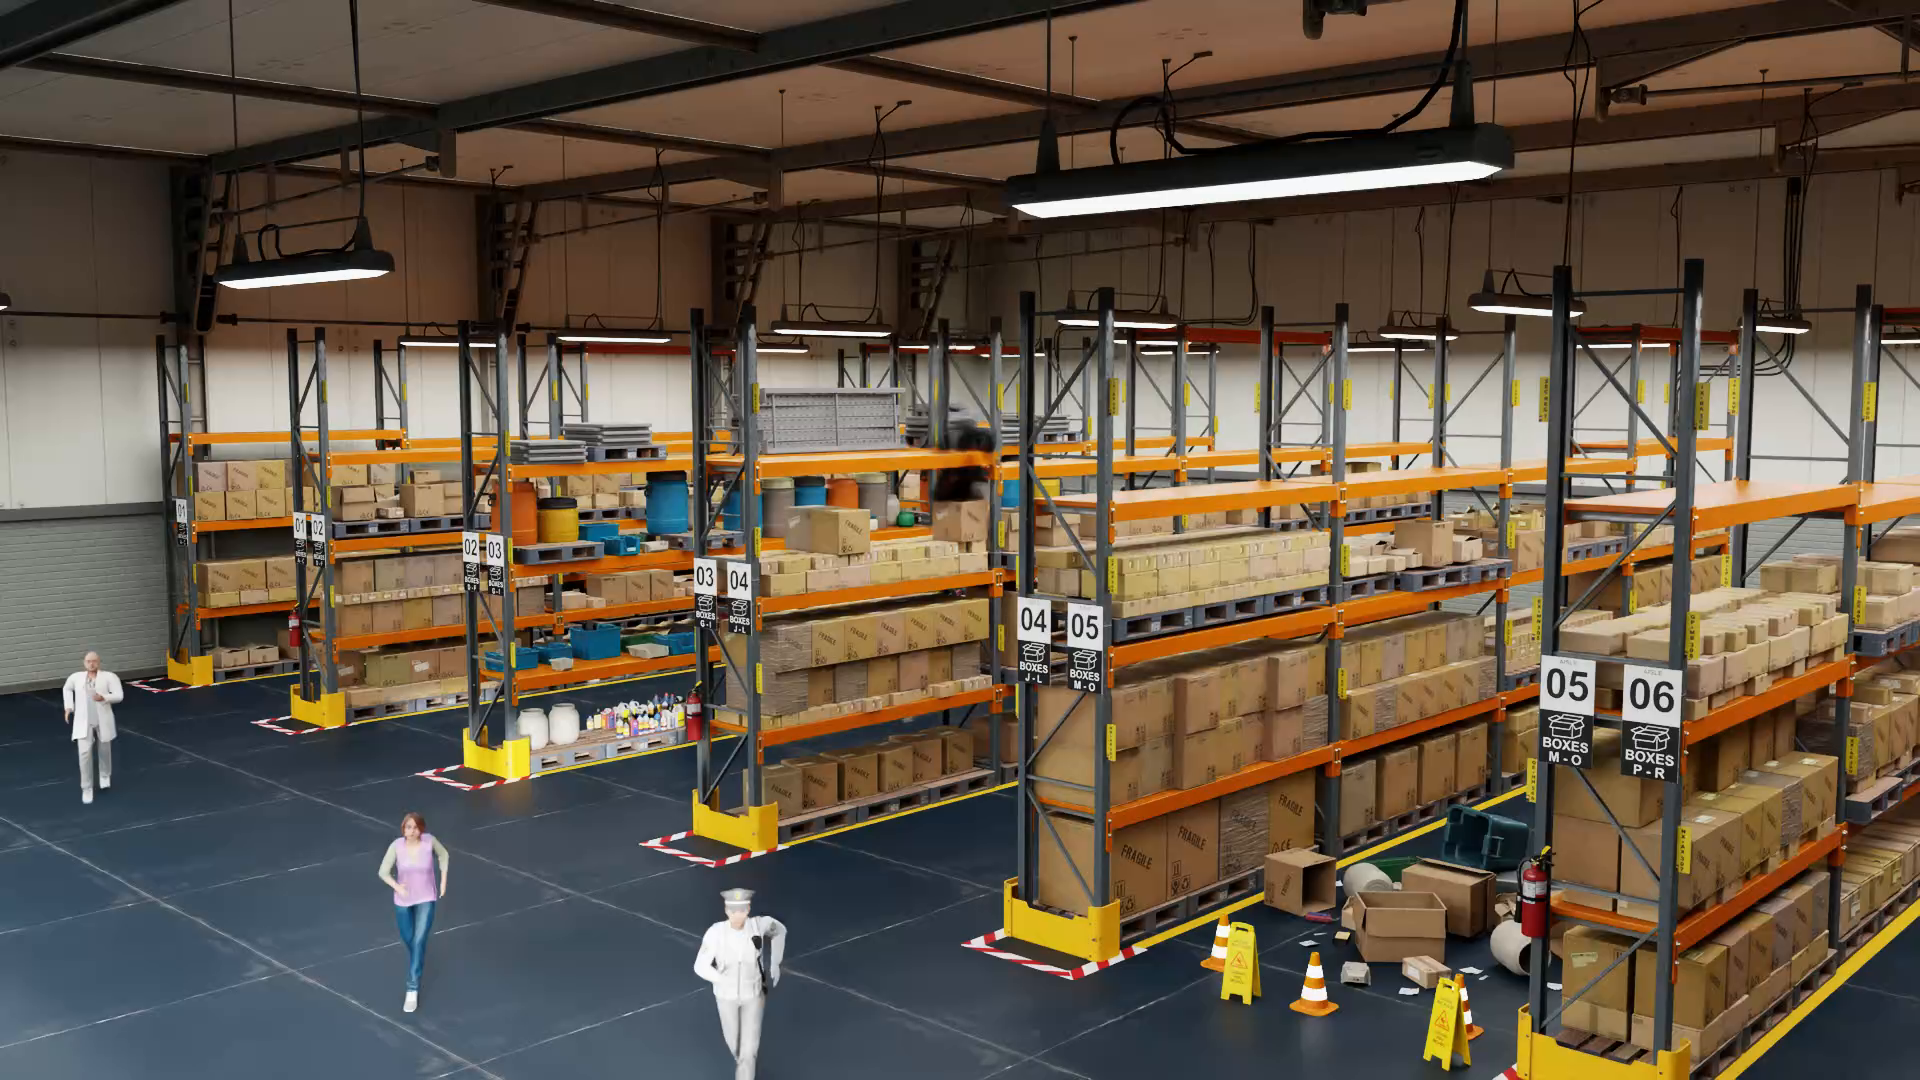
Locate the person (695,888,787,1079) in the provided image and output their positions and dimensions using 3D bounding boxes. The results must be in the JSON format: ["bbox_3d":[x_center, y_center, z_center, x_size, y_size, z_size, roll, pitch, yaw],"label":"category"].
[{"bbox_3d":[-1.544,3.254,11.782,0.629,1.731,0.893,0,5,-4],"label":"person"}]

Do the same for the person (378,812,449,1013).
[{"bbox_3d":[-4.608,3.056,14.061,0.564,1.592,0.920,-1,6,-15],"label":"person"}]

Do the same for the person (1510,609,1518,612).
[{"bbox_3d":[8.770,1.888,26.305,0.574,1.625,0.575,5,7,42],"label":"person"}]

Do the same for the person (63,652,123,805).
[{"bbox_3d":[-10.847,2.313,20.844,0.681,1.836,0.909,-3,6,-25],"label":"person"}]

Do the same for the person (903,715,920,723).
[{"bbox_3d":[-0.588,1.738,24.298,0.688,1.764,0.837,4,7,39],"label":"person"}]
